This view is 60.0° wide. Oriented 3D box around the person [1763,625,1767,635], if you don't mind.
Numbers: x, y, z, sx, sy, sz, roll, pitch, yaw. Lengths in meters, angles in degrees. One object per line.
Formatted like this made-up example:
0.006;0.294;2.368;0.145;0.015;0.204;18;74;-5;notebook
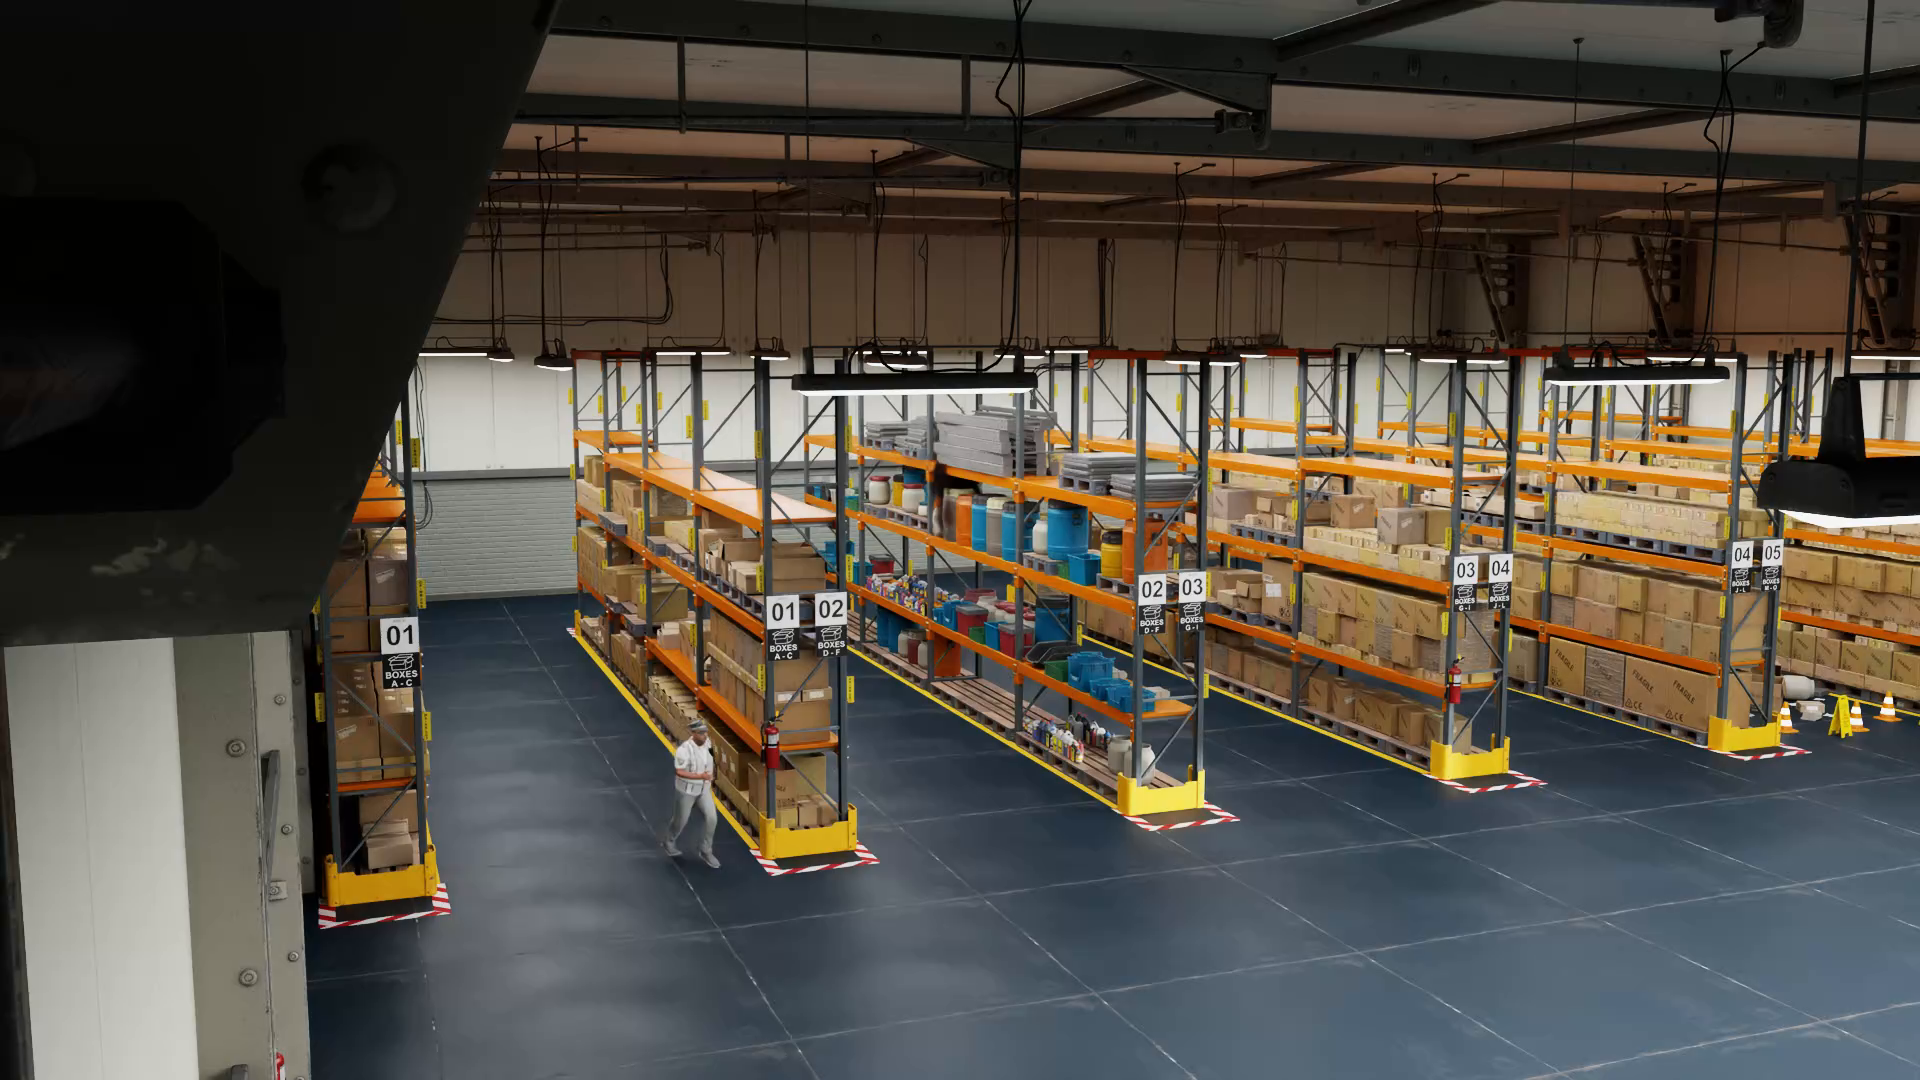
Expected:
16.322;1.429;33.593;0.590;1.495;0.718;-6;9;-40;person

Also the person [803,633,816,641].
-2.586;2.013;28.426;0.523;1.666;0.797;-4;8;-31;person

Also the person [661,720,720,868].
-3.186;2.999;19.895;0.611;1.790;0.852;-7;10;-44;person

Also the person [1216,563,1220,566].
5.359;1.254;34.392;0.582;1.618;0.628;0;7;-3;person
